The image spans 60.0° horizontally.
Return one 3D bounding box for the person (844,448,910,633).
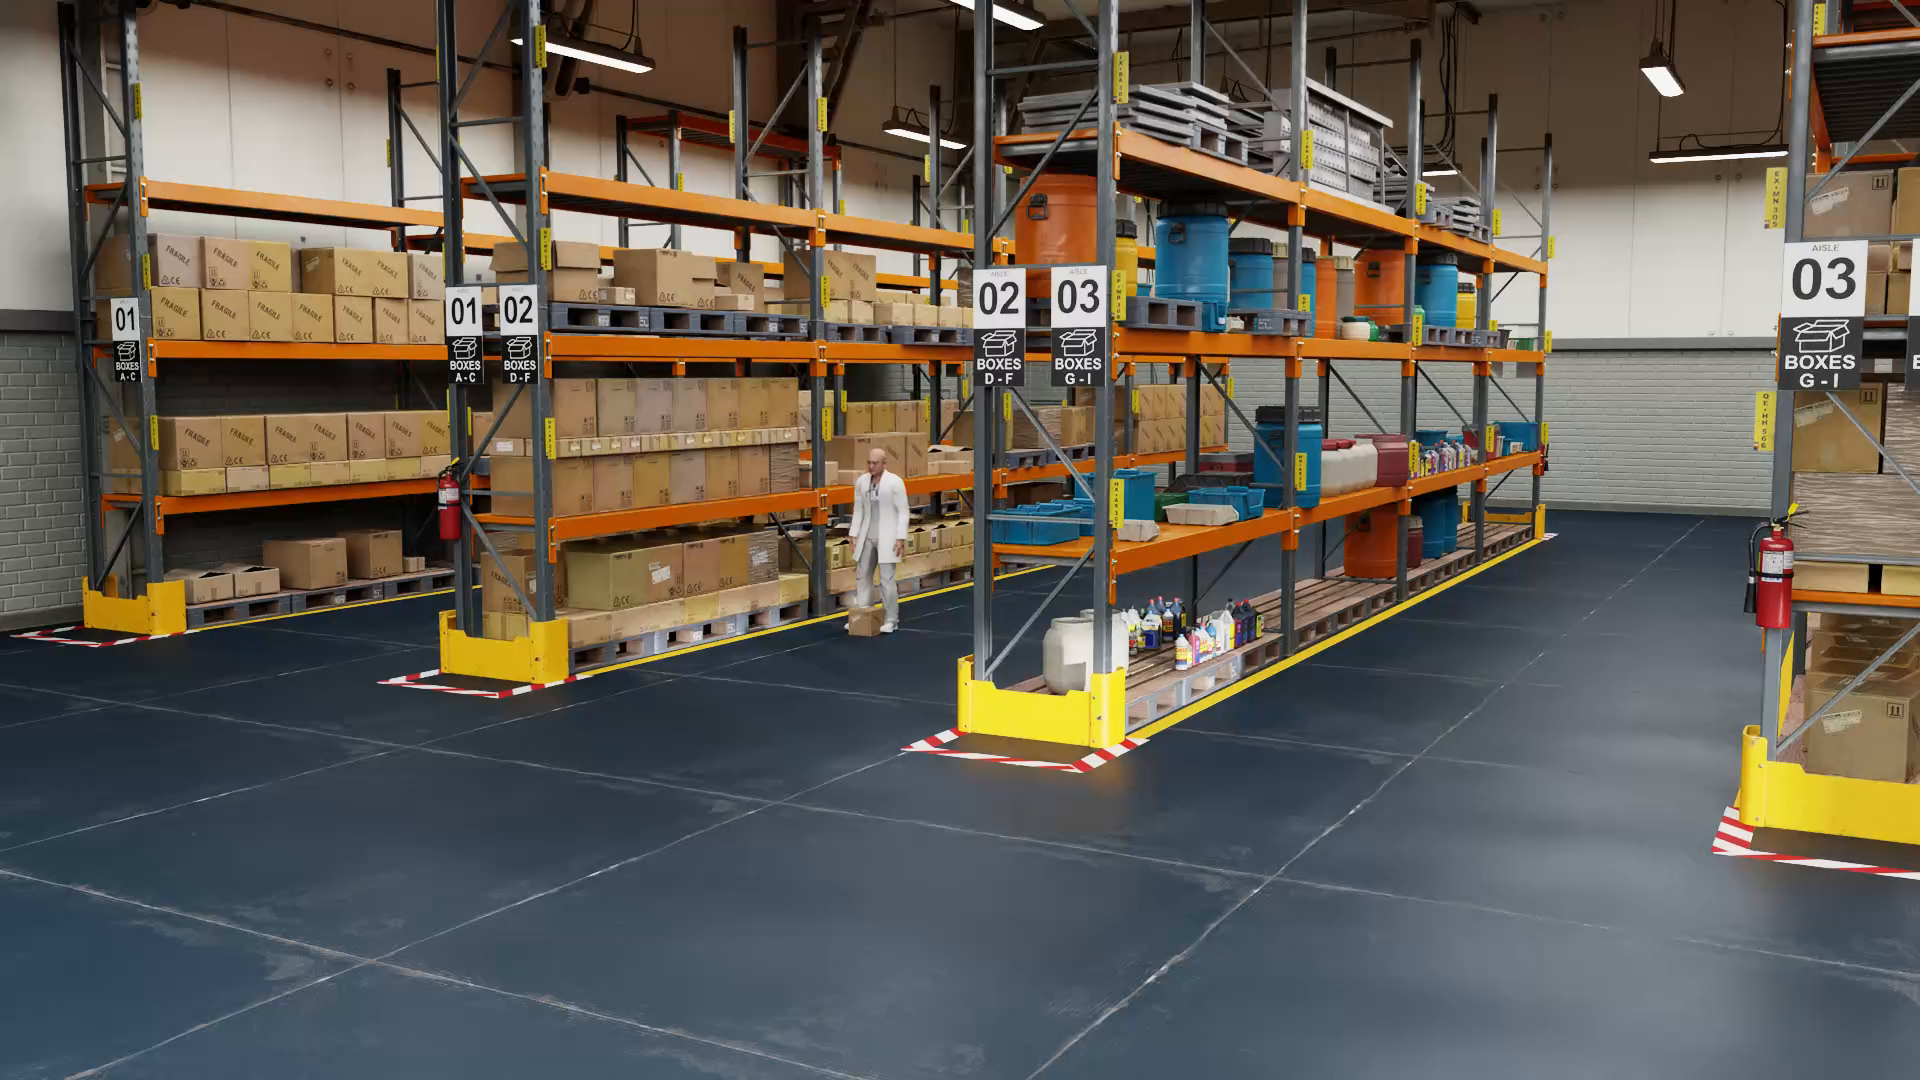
[{"bbox_3d":[-0.789,-0.002,16.089,0.648,1.774,0.418,3,7,29],"label":"person"}]
